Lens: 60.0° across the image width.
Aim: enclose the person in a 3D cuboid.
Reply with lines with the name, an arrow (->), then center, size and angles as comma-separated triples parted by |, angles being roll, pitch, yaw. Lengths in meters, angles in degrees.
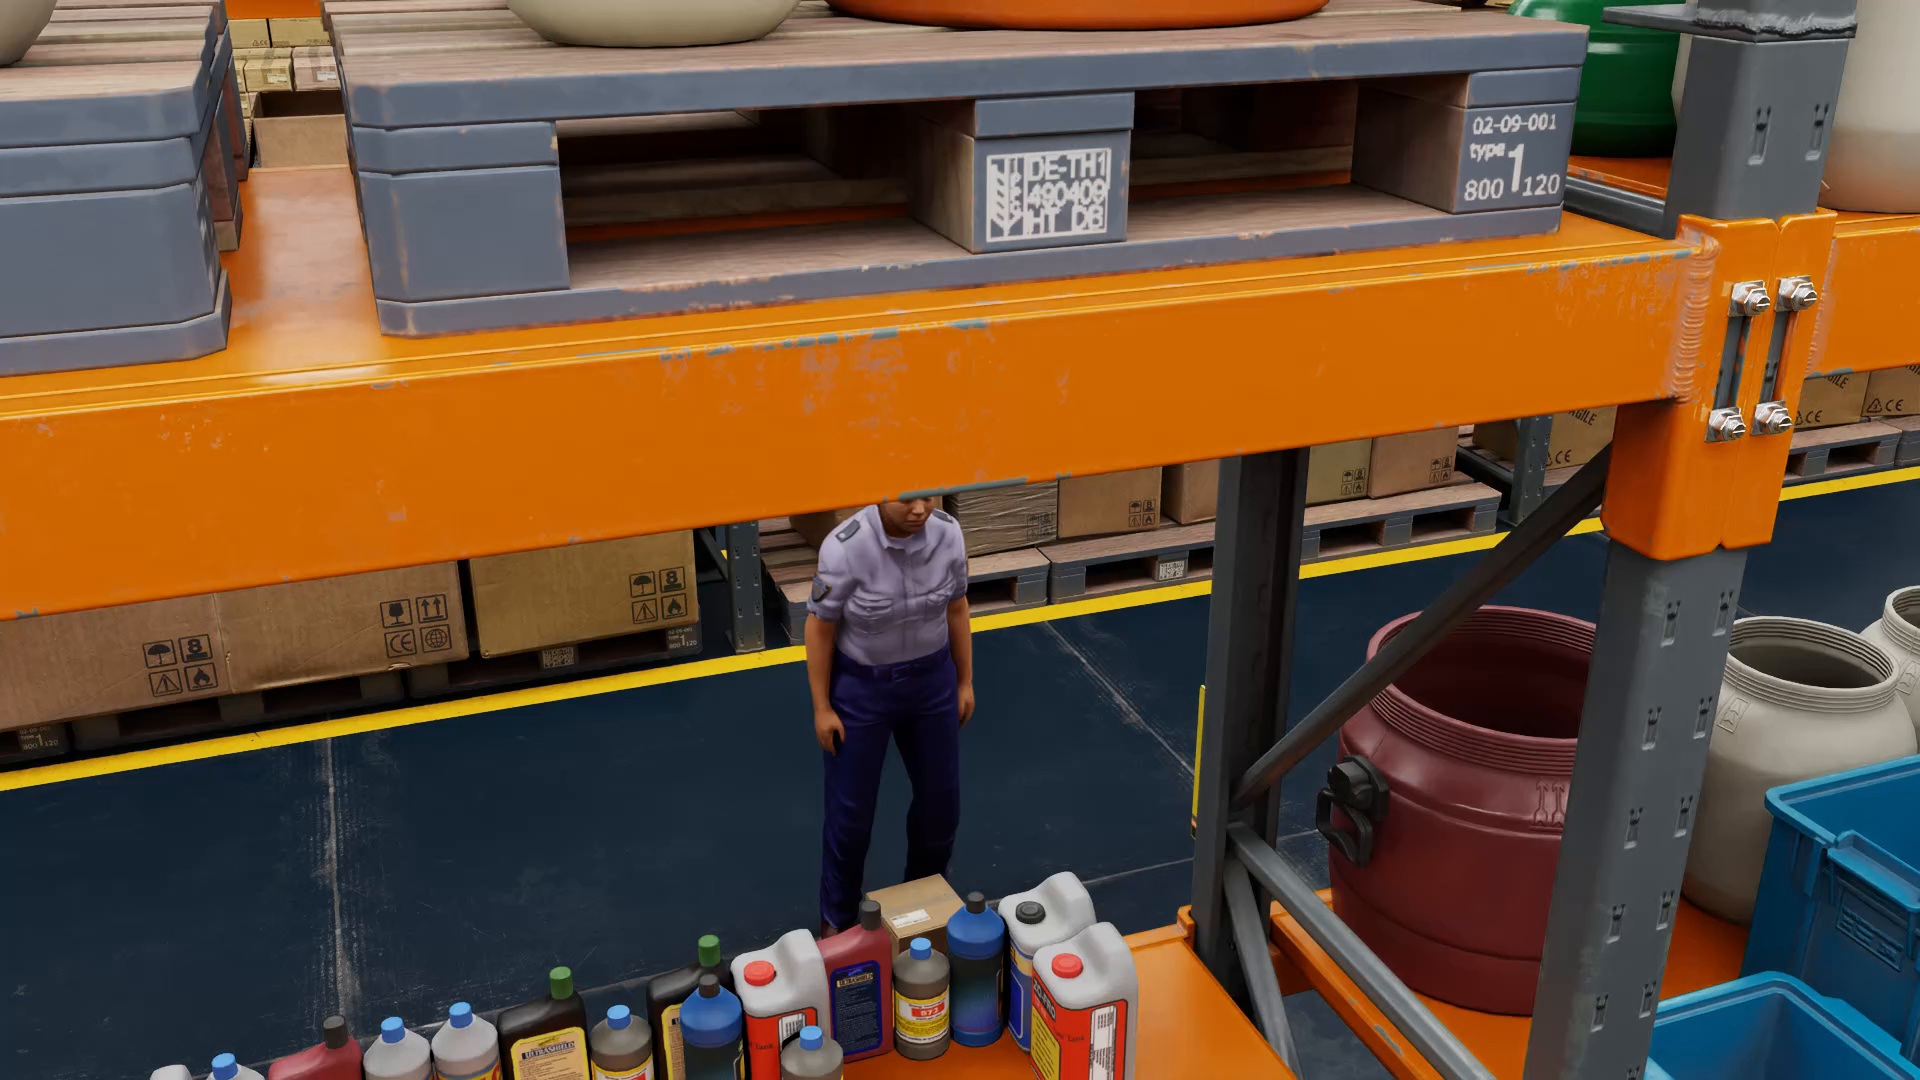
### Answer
person -> -0.210, 0.477, 4.965 | 0.557, 1.651, 0.377 | -10, 25, -22
